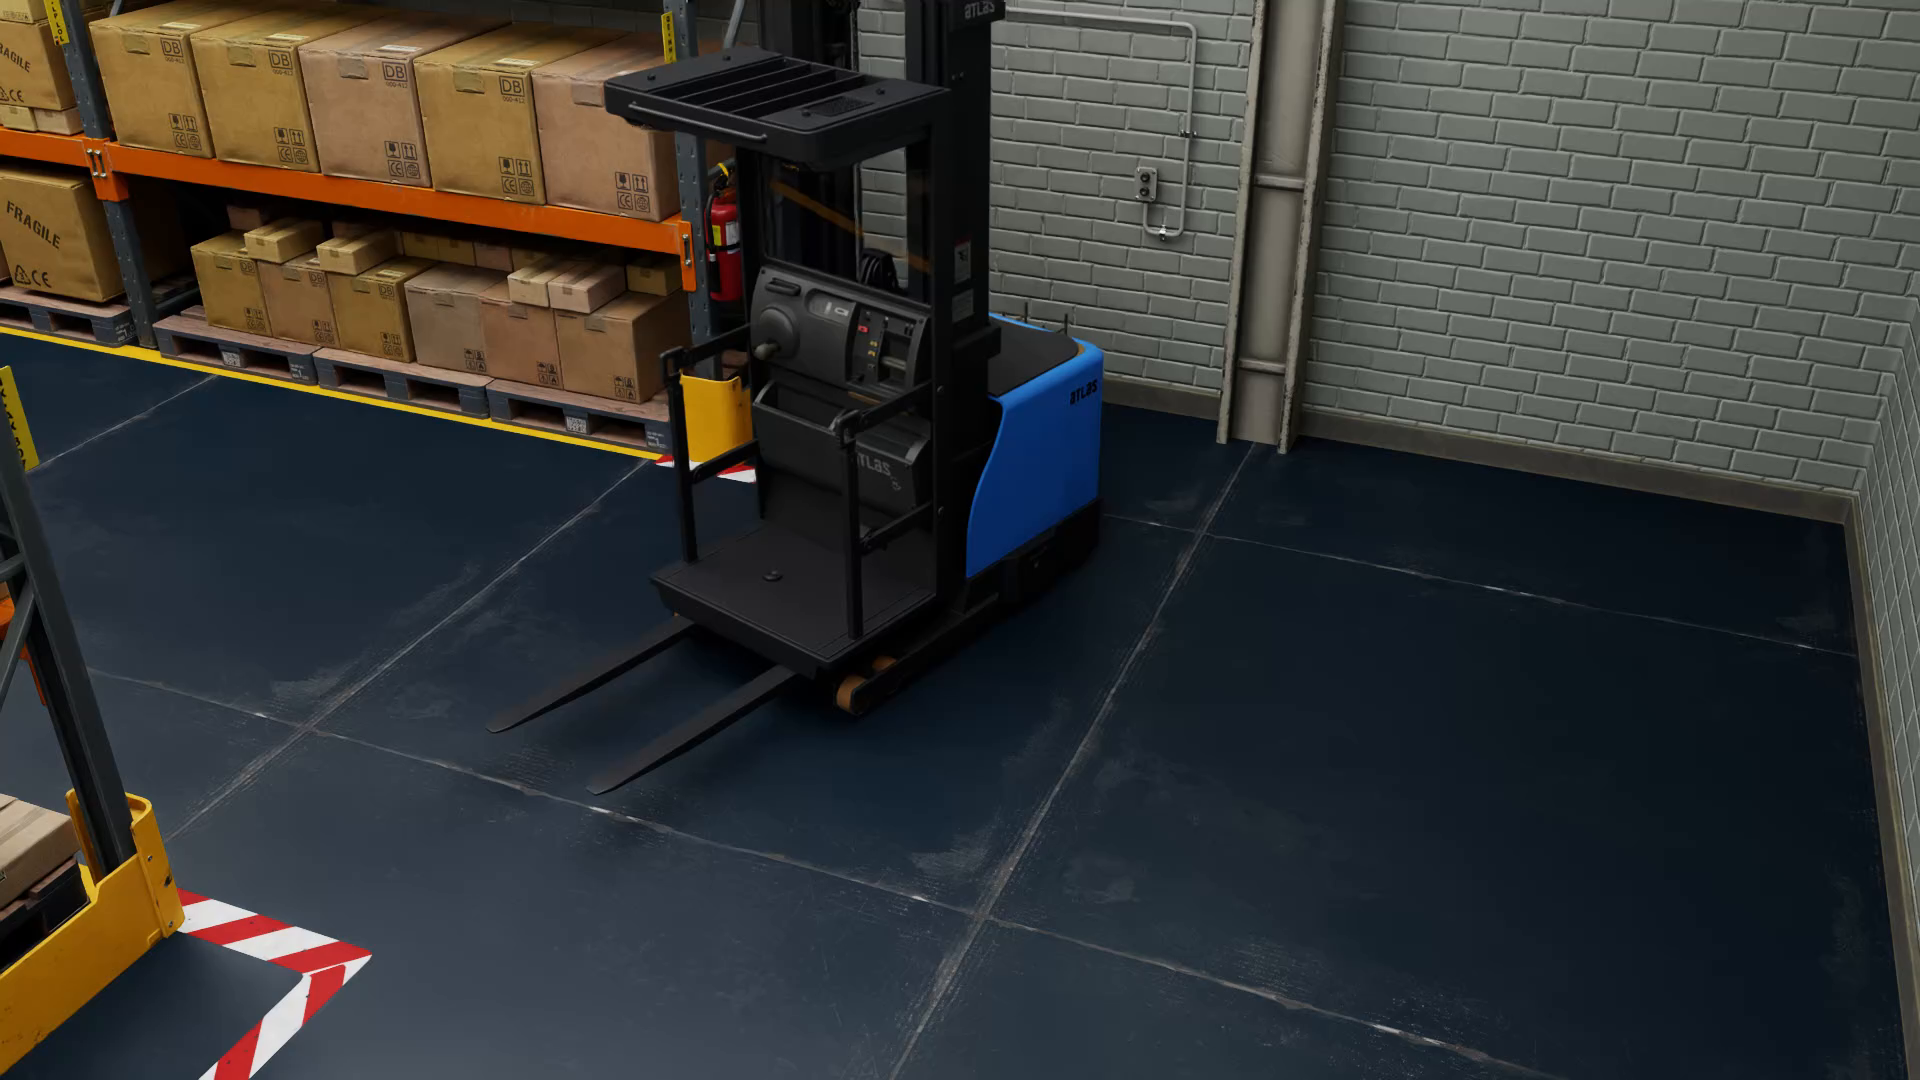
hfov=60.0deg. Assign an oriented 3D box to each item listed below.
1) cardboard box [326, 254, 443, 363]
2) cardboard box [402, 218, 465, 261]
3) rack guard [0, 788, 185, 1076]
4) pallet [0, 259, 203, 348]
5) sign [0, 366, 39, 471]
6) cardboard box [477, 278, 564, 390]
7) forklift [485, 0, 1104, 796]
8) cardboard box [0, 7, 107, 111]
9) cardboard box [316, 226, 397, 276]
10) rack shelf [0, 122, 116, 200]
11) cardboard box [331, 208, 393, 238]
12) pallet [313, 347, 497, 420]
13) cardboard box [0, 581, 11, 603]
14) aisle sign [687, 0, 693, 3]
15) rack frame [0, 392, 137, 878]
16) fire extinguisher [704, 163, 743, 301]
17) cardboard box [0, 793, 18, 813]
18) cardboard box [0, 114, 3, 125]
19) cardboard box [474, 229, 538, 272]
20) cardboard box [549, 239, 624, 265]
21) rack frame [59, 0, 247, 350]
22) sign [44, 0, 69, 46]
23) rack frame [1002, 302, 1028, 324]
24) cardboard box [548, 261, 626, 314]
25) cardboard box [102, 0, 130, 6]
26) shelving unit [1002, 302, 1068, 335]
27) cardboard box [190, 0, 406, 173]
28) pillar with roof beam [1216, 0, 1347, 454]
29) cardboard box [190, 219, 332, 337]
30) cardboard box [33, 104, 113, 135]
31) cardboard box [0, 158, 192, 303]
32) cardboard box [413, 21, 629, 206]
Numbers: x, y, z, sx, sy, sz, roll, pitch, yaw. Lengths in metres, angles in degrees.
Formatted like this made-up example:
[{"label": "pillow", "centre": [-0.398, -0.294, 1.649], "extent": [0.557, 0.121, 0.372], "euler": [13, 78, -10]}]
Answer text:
[{"label": "cardboard box", "centre": [-3.280, -1.445, 9.871], "extent": [0.500, 0.500, 0.700], "euler": [12, 32, 20]}, {"label": "cardboard box", "centre": [-3.072, -1.795, 9.832], "extent": [0.250, 0.149, 0.380], "euler": [11, 31, 18]}, {"label": "rack guard", "centre": [-3.096, 1.348, 5.357], "extent": [0.348, 0.500, 1.175], "euler": [11, 31, 19]}, {"label": "pallet", "centre": [-5.617, -1.620, 10.901], "extent": [1.213, 0.211, 1.003], "euler": [11, 31, 19]}, {"label": "sign", "centre": [-2.822, -0.350, 4.942], "extent": [0.005, 0.325, 0.100], "euler": [11, 31, 19]}, {"label": "cardboard box", "centre": [-2.317, -1.256, 9.538], "extent": [0.500, 0.500, 0.700], "euler": [11, 31, 19]}, {"label": "forklift", "centre": [-0.643, -0.822, 6.725], "extent": [1.130, 2.935, 3.031], "euler": [22, 36, 33]}, {"label": "cardboard box", "centre": [-5.396, -2.878, 9.868], "extent": [0.500, 0.500, 0.500], "euler": [11, 31, 18]}, {"label": "cardboard box", "centre": [-3.487, -1.674, 9.618], "extent": [0.250, 0.149, 0.380], "euler": [10, 31, 18]}, {"label": "rack shelf", "centre": [-6.727, -2.782, 10.855], "extent": [4.000, 0.370, 1.077], "euler": [11, 31, 19]}, {"label": "cardboard box", "centre": [-3.545, -1.890, 9.999], "extent": [0.250, 0.149, 0.380], "euler": [10, 31, 18]}, {"label": "pallet", "centre": [-3.064, -1.110, 10.000], "extent": [1.213, 0.211, 1.003], "euler": [11, 31, 19]}, {"label": "cardboard box", "centre": [-3.338, 0.028, 5.050], "extent": [0.500, 0.500, 0.500], "euler": [12, 32, 20]}, {"label": "aisle sign", "centre": [-1.213, -2.967, 7.809], "extent": [0.004, 0.787, 0.394], "euler": [11, 31, 19]}, {"label": "rack frame", "centre": [-3.026, 0.274, 4.717], "extent": [0.127, 3.000, 1.000], "euler": [11, 31, 19]}, {"label": "fire extinguisher", "centre": [-1.201, -1.551, 8.403], "extent": [0.183, 0.674, 0.296], "euler": [11, 31, 19]}, {"label": "cardboard box", "centre": [-3.516, 1.035, 5.802], "extent": [0.250, 0.166, 0.380], "euler": [11, 31, 19]}, {"label": "cardboard box", "centre": [-5.759, -2.663, 10.147], "extent": [0.250, 0.149, 0.380], "euler": [12, 32, 21]}, {"label": "cardboard box", "centre": [-2.600, -1.701, 9.665], "extent": [0.250, 0.149, 0.380], "euler": [12, 32, 20]}, {"label": "cardboard box", "centre": [-2.132, -1.608, 9.500], "extent": [0.250, 0.149, 0.380], "euler": [11, 31, 19]}, {"label": "rack frame", "centre": [-4.873, -2.725, 10.023], "extent": [0.127, 3.000, 1.000], "euler": [11, 31, 19]}, {"label": "sign", "centre": [-5.068, -2.946, 9.317], "extent": [0.005, 0.325, 0.100], "euler": [11, 31, 19]}, {"label": "rack frame", "centre": [0.268, -0.678, 8.382], "extent": [0.008, 1.050, 0.200], "euler": [22, 36, 33]}, {"label": "cardboard box", "centre": [-2.041, -1.387, 9.110], "extent": [0.250, 0.149, 0.380], "euler": [11, 31, 19]}, {"label": "cardboard box", "centre": [-5.202, -3.438, 10.097], "extent": [0.500, 0.250, 0.500], "euler": [12, 32, 21]}, {"label": "shelving unit", "centre": [0.362, -0.640, 8.315], "extent": [0.252, 1.050, 0.215], "euler": [22, 36, 33]}, {"label": "cardboard box", "centre": [-3.703, -2.611, 9.516], "extent": [0.700, 0.700, 0.980], "euler": [10, 31, 18]}, {"label": "pillar with roof beam", "centre": [0.042, -2.529, 3.579], "extent": [0.400, 9.000, 9.100], "euler": [11, 31, 19]}, {"label": "cardboard box", "centre": [-4.219, -1.635, 10.208], "extent": [0.500, 0.500, 0.700], "euler": [12, 32, 20]}, {"label": "cardboard box", "centre": [-5.293, -2.558, 9.963], "extent": [0.250, 0.149, 0.380], "euler": [12, 31, 20]}, {"label": "cardboard box", "centre": [-5.525, -2.033, 10.557], "extent": [0.750, 0.750, 0.750], "euler": [12, 32, 20]}, {"label": "cardboard box", "centre": [-2.322, -2.335, 9.028], "extent": [0.700, 0.700, 0.980], "euler": [11, 31, 19]}]
